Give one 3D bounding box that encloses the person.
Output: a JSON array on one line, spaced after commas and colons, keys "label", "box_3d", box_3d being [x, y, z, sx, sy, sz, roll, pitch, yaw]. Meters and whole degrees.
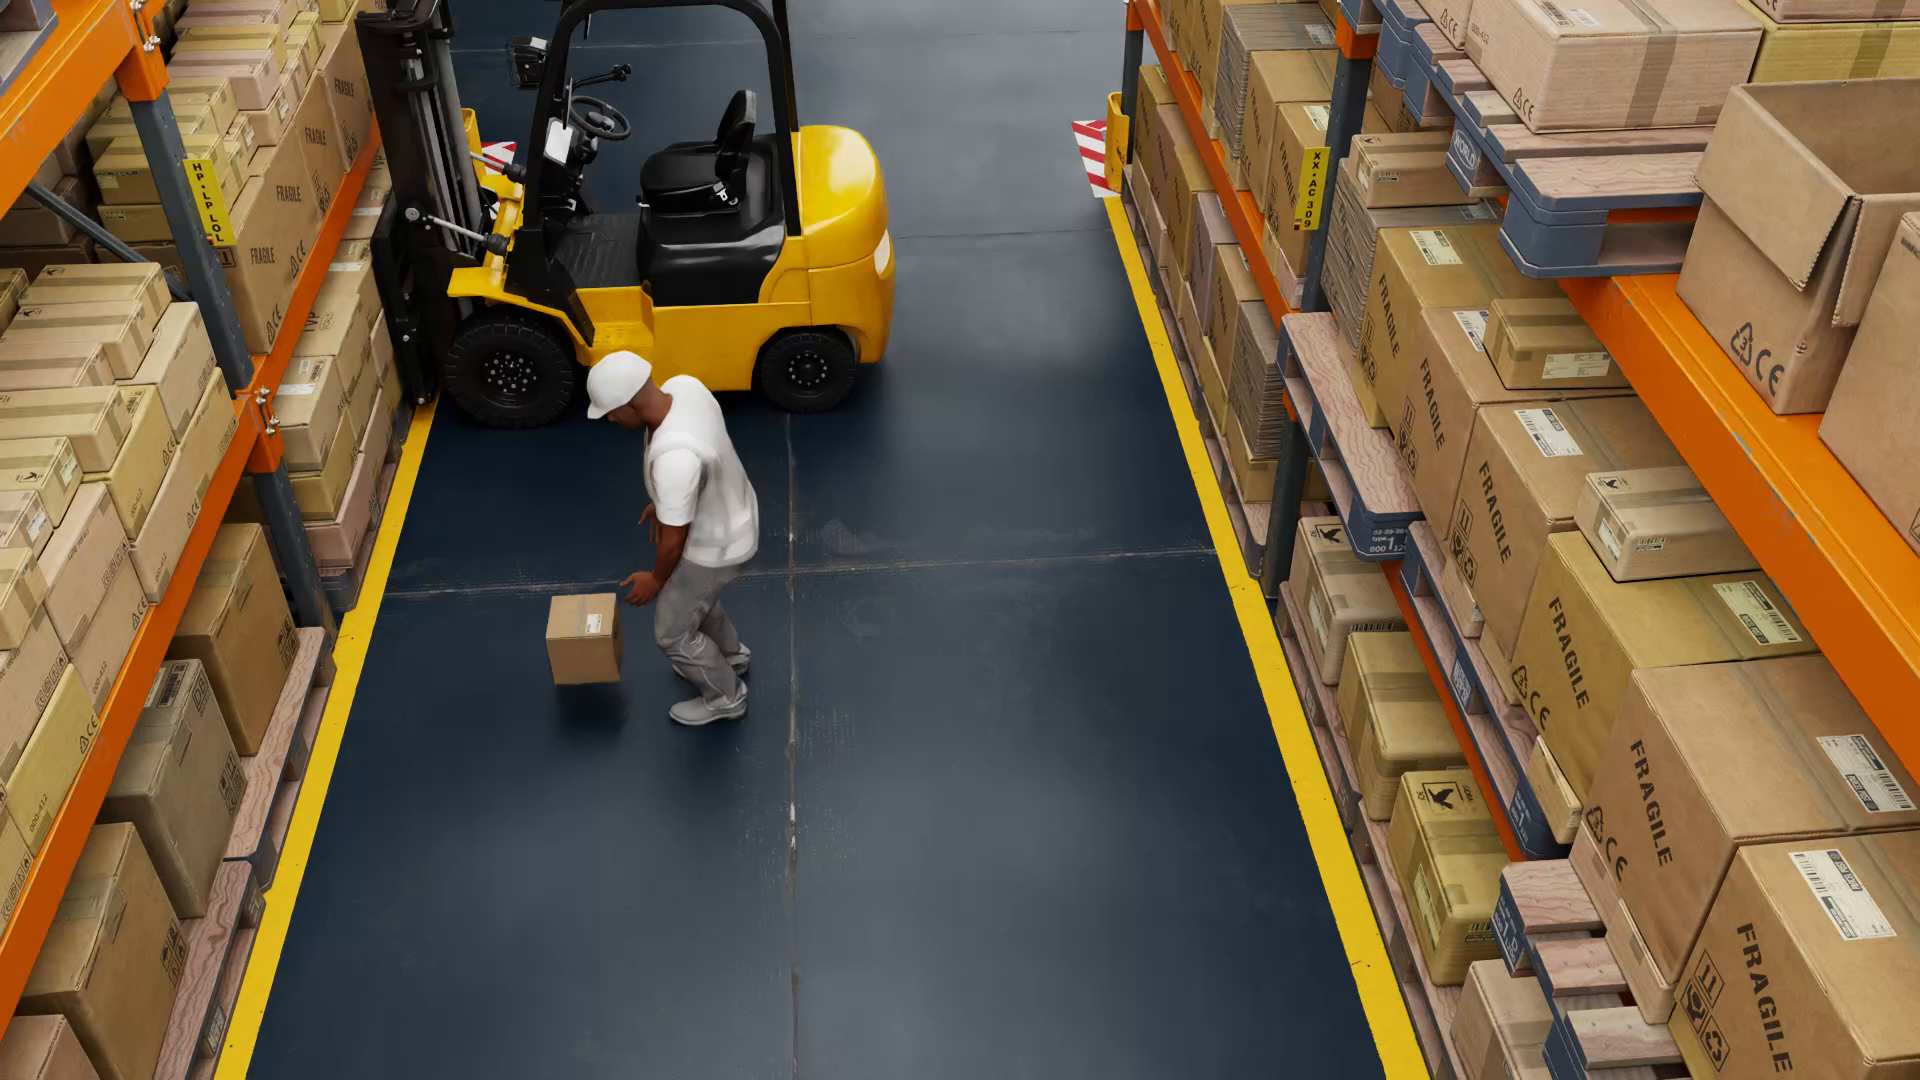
[{"label": "person", "box_3d": [-1.030, -0.002, 6.231, 0.554, 1.651, 0.610, -2, 39, -3]}]
